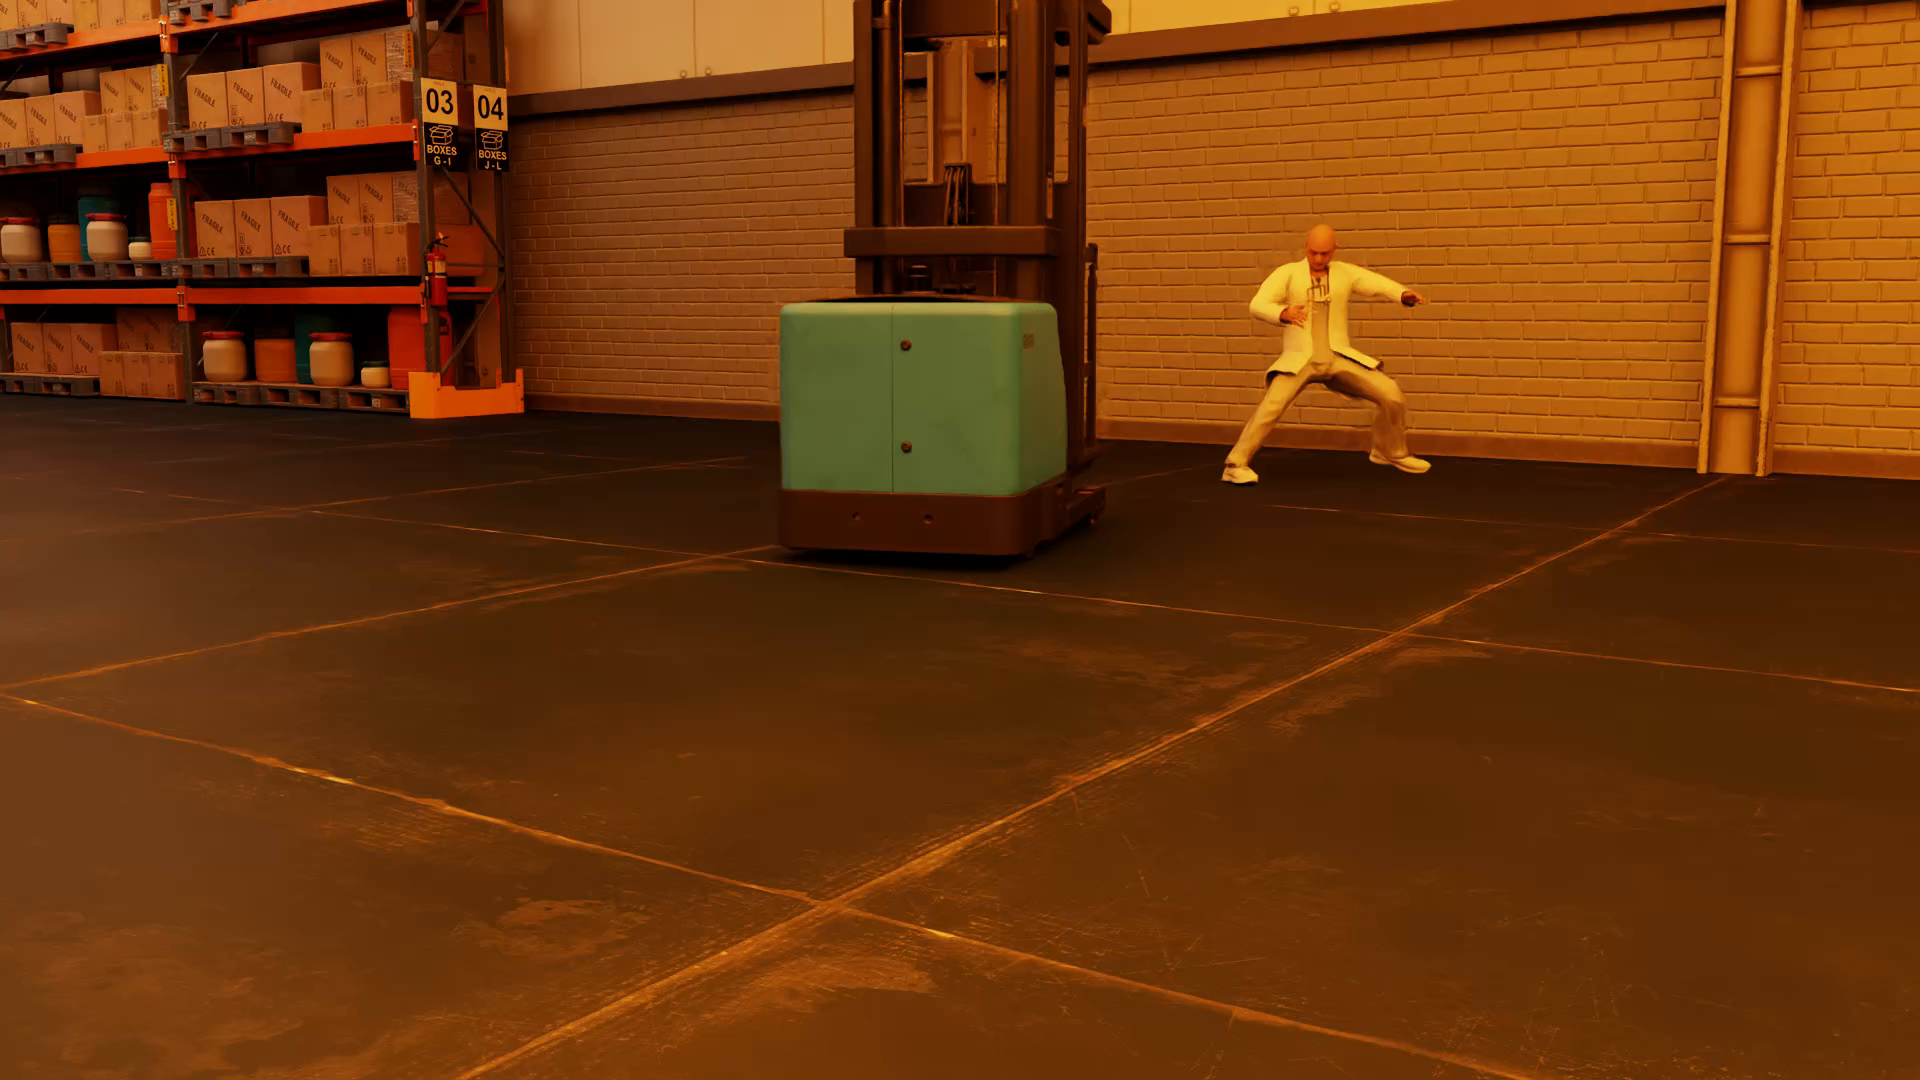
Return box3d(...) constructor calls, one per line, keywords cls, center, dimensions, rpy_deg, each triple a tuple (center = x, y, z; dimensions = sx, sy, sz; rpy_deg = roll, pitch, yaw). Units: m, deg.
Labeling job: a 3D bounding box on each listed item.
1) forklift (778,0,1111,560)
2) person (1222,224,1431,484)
box3d(cls="forklift", center=(0.107, -1.539, 8.012), dimensions=(1.130, 2.935, 3.031), rpy_deg=(2, 8, 14))
box3d(cls="person", center=(2.248, -1.124, 10.028), dimensions=(1.309, 1.542, 0.715), rpy_deg=(0, 8, 3))
